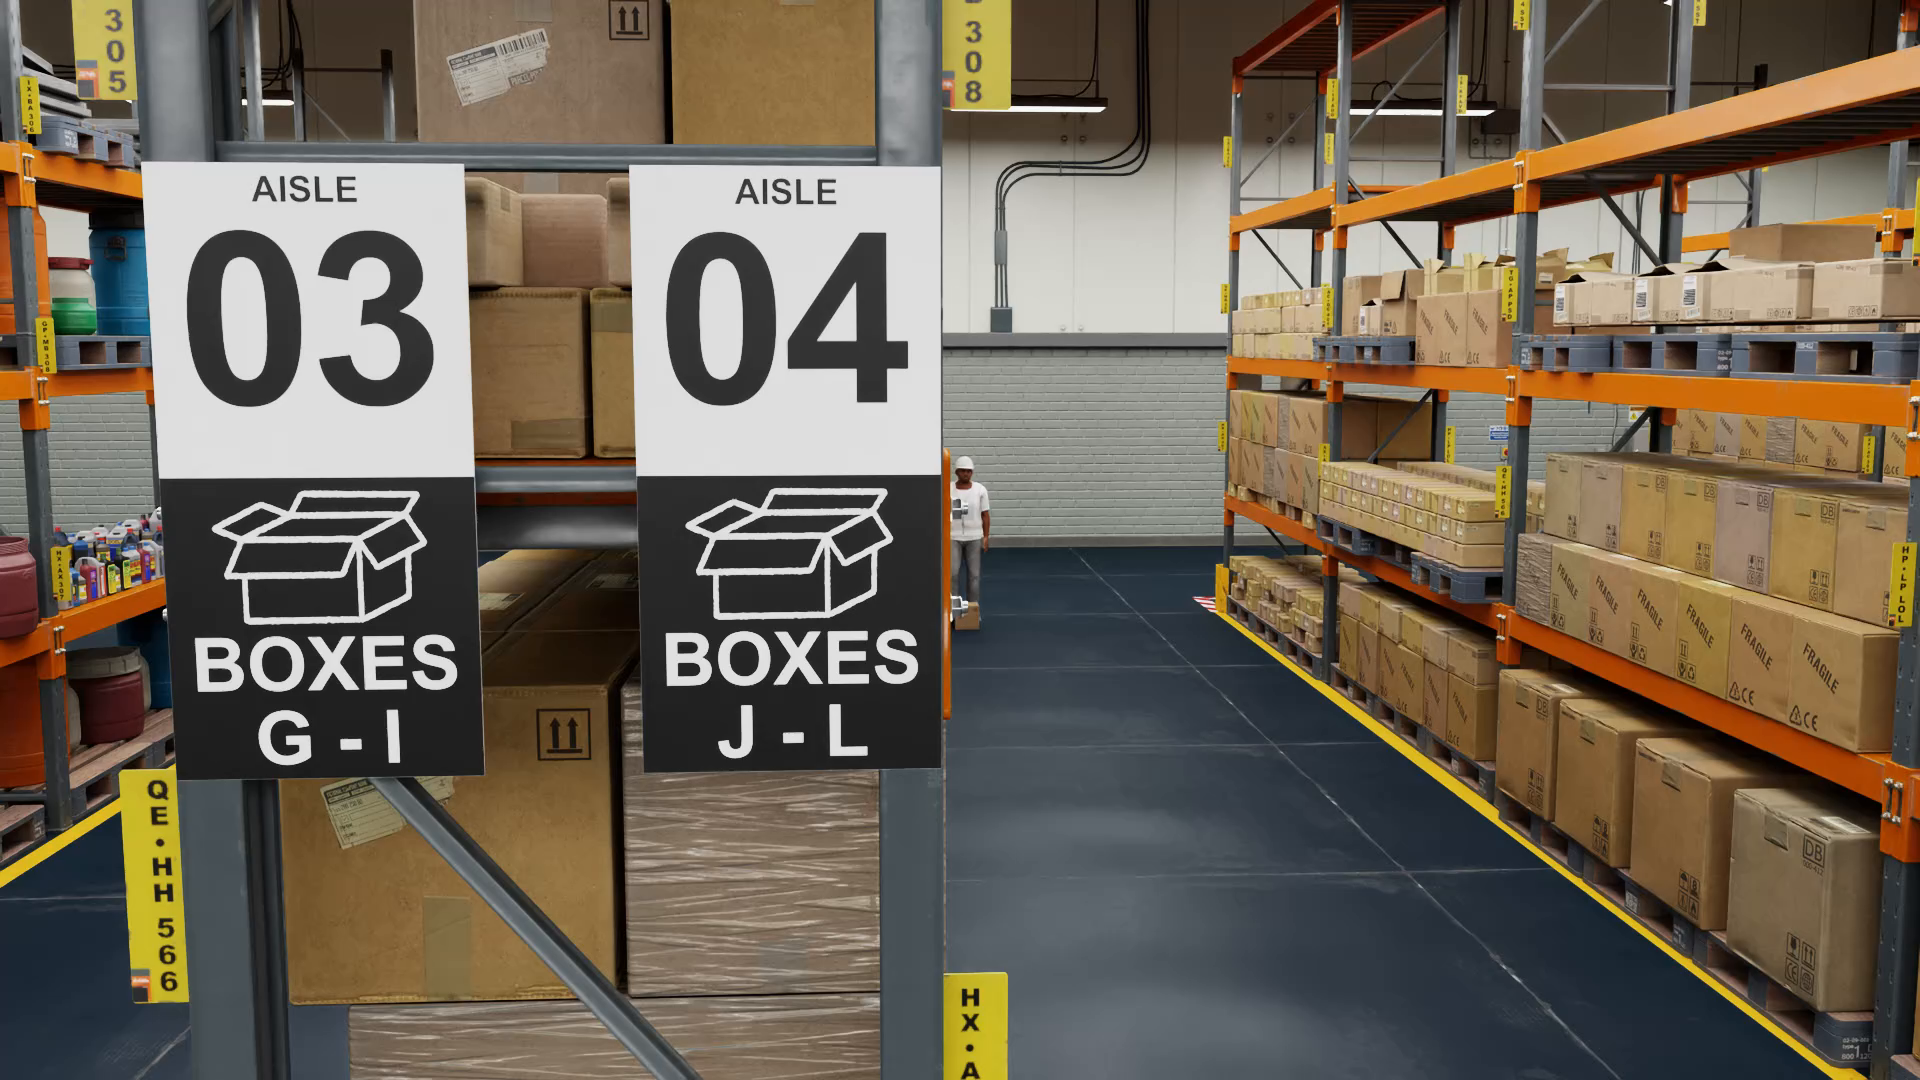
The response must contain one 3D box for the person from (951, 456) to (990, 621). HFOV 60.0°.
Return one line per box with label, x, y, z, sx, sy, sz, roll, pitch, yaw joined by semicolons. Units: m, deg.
person;0.043;-0.010;17.764;0.562;1.765;0.368;0;7;-2
